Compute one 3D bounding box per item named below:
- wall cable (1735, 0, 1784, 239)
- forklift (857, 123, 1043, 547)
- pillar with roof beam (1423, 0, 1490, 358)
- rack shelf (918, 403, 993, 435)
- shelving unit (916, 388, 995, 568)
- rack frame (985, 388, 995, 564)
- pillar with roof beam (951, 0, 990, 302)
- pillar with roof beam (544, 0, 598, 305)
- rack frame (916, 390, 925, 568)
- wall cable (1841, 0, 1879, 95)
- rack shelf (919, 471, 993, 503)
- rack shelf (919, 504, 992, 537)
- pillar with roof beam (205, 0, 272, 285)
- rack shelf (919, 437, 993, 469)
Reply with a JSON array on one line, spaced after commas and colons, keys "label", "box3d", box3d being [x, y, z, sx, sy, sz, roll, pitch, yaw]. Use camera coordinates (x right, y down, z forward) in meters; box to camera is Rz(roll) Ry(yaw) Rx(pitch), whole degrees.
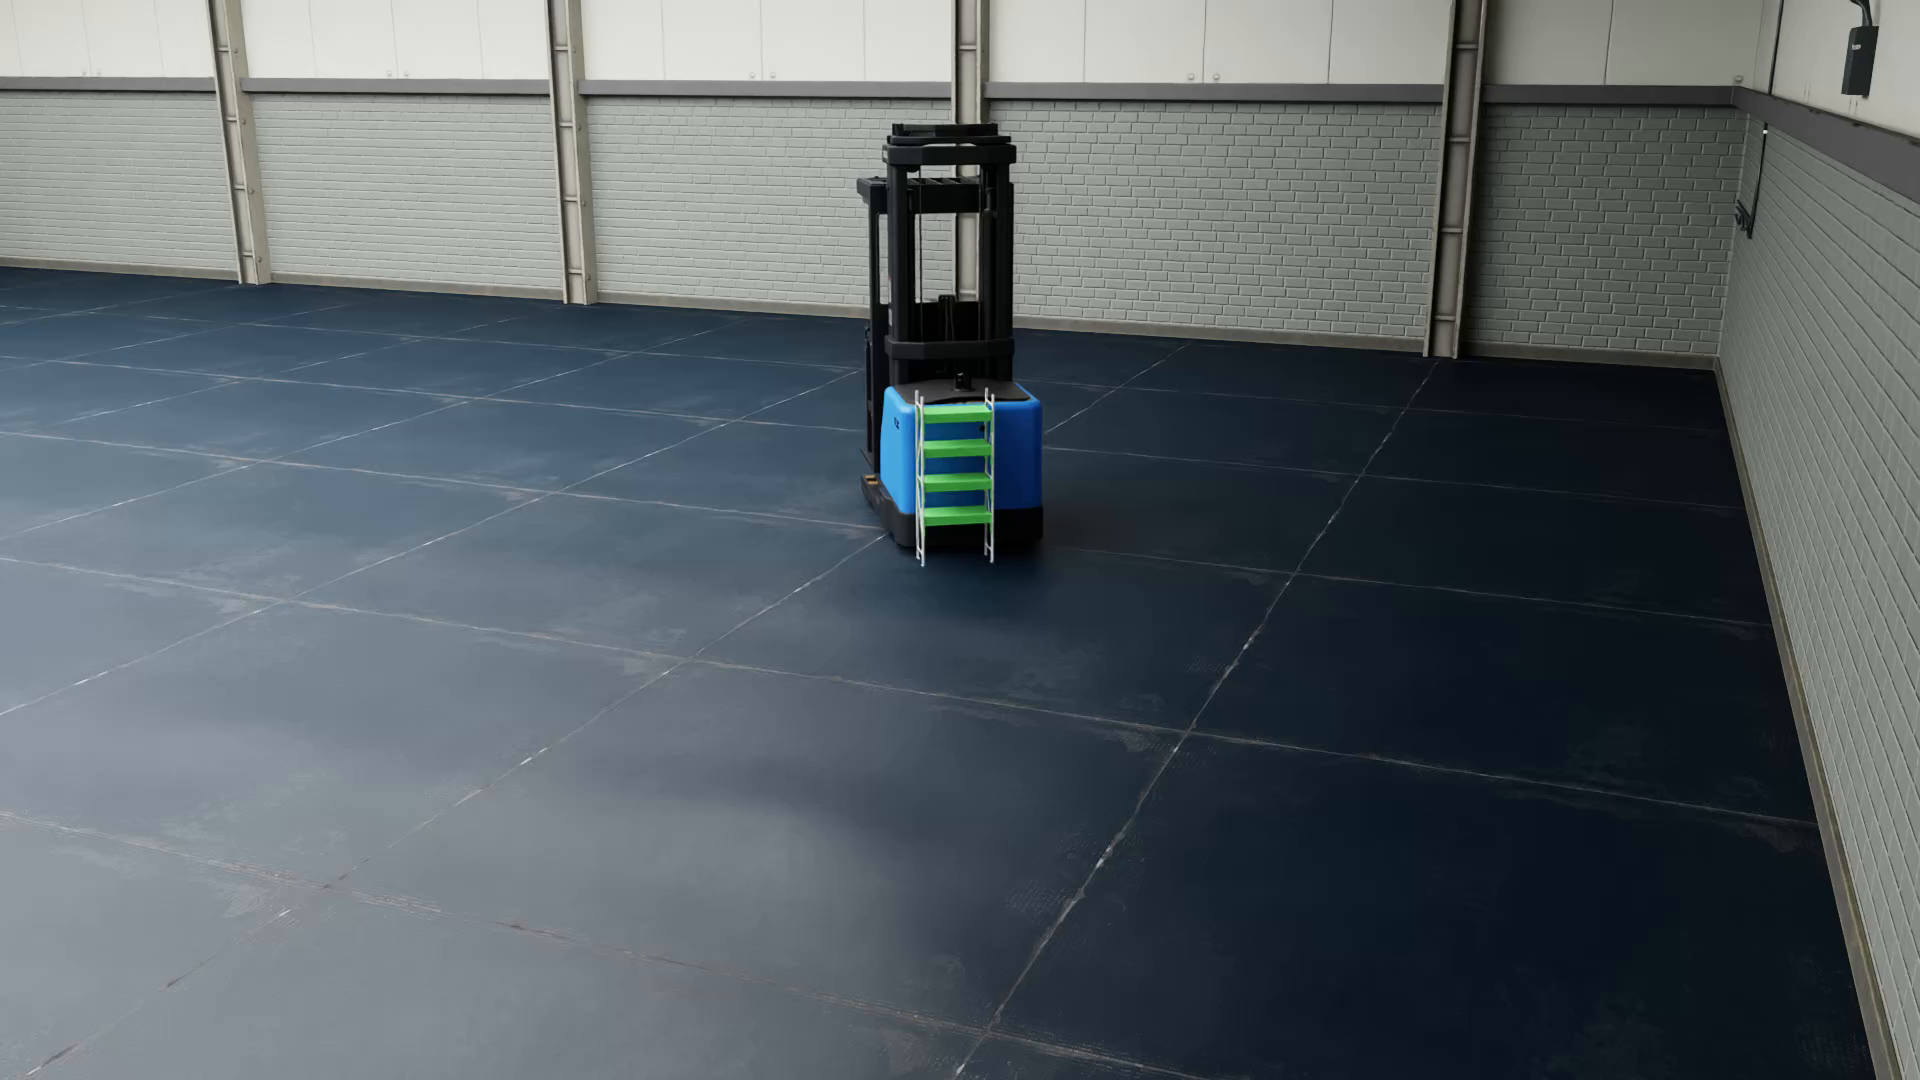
[{"label": "wall cable", "box3d": [7.966, -4.375, 16.674, 0.112, 2.526, 3.097, 6, 17, 21]}, {"label": "forklift", "box3d": [-0.188, -1.726, 12.860, 1.130, 2.935, 3.031, -3, 16, -11]}, {"label": "pillar with roof beam", "box3d": [4.131, -5.394, 14.615, 0.400, 9.000, 9.100, 6, 17, 21]}, {"label": "rack shelf", "box3d": [-0.034, -0.830, 11.387, 0.480, 0.148, 0.258, -3, 17, -11]}, {"label": "shelving unit", "box3d": [-0.034, -0.430, 11.503, 0.503, 1.200, 0.258, -3, 17, -11]}, {"label": "rack frame", "box3d": [0.205, -0.443, 11.548, 0.015, 1.200, 0.240, -3, 17, -11]}, {"label": "pillar with roof beam", "box3d": [-1.450, -6.008, 16.729, 0.400, 9.000, 9.100, 6, 17, 21]}, {"label": "pillar with roof beam", "box3d": [-7.032, -6.622, 18.843, 0.400, 9.000, 9.100, 6, 17, 21]}, {"label": "rack frame", "box3d": [-0.274, -0.417, 11.459, 0.015, 1.200, 0.240, -3, 17, -11]}, {"label": "wall cable", "box3d": [4.468, -5.039, 7.292, 0.169, 6.003, 2.305, 6, 17, 21]}, {"label": "rack shelf", "box3d": [-0.034, -0.369, 11.521, 0.480, 0.148, 0.258, -3, 17, -11]}, {"label": "rack shelf", "box3d": [-0.034, -0.138, 11.588, 0.480, 0.148, 0.258, -3, 17, -11]}, {"label": "pillar with roof beam", "box3d": [-12.613, -7.236, 20.957, 0.400, 9.000, 9.100, 6, 17, 21]}, {"label": "rack shelf", "box3d": [-0.034, -0.599, 11.454, 0.480, 0.148, 0.258, -3, 17, -11]}]
